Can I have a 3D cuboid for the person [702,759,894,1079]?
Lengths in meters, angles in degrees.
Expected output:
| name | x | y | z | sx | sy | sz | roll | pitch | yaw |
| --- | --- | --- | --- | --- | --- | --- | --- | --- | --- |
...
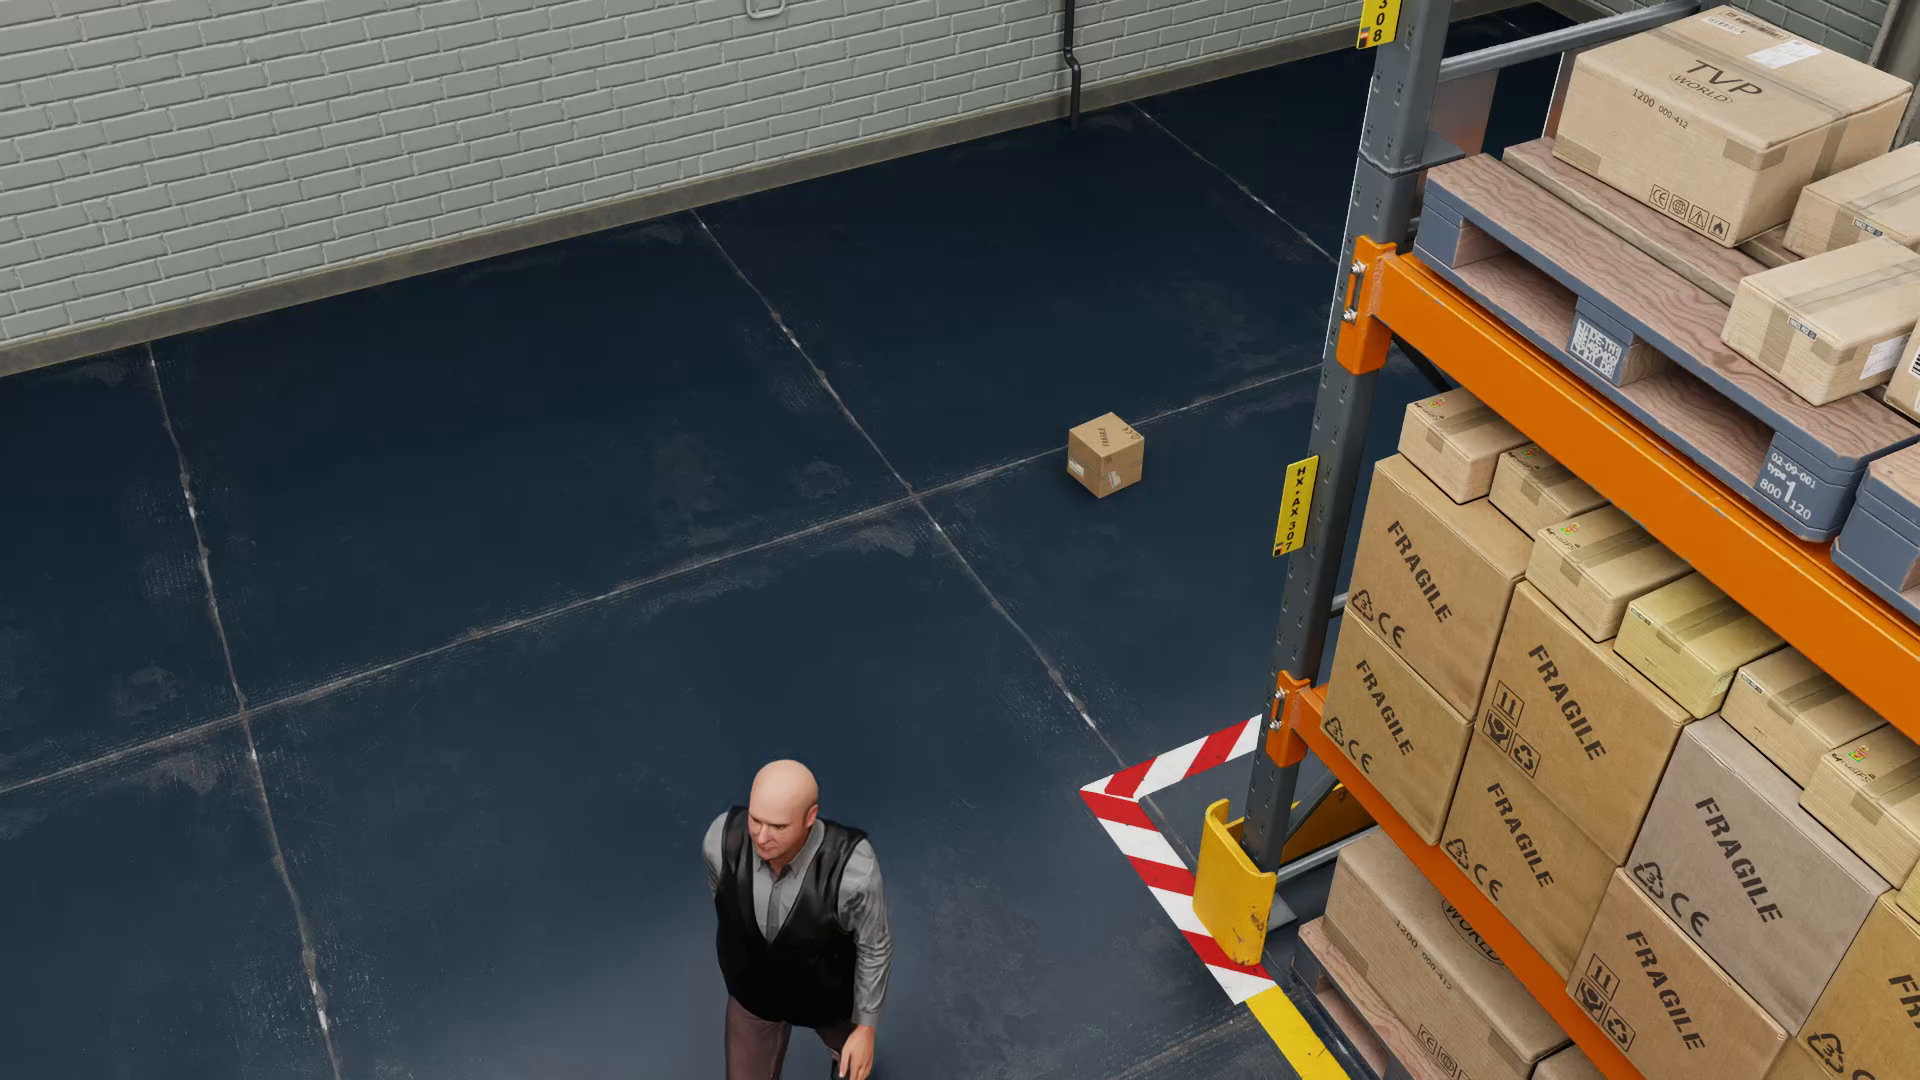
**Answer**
| name | x | y | z | sx | sy | sz | roll | pitch | yaw |
| --- | --- | --- | --- | --- | --- | --- | --- | --- | --- |
| person | -0.467 | 1.302 | 4.650 | 0.558 | 1.678 | 0.938 | 8 | 42 | 9 |
